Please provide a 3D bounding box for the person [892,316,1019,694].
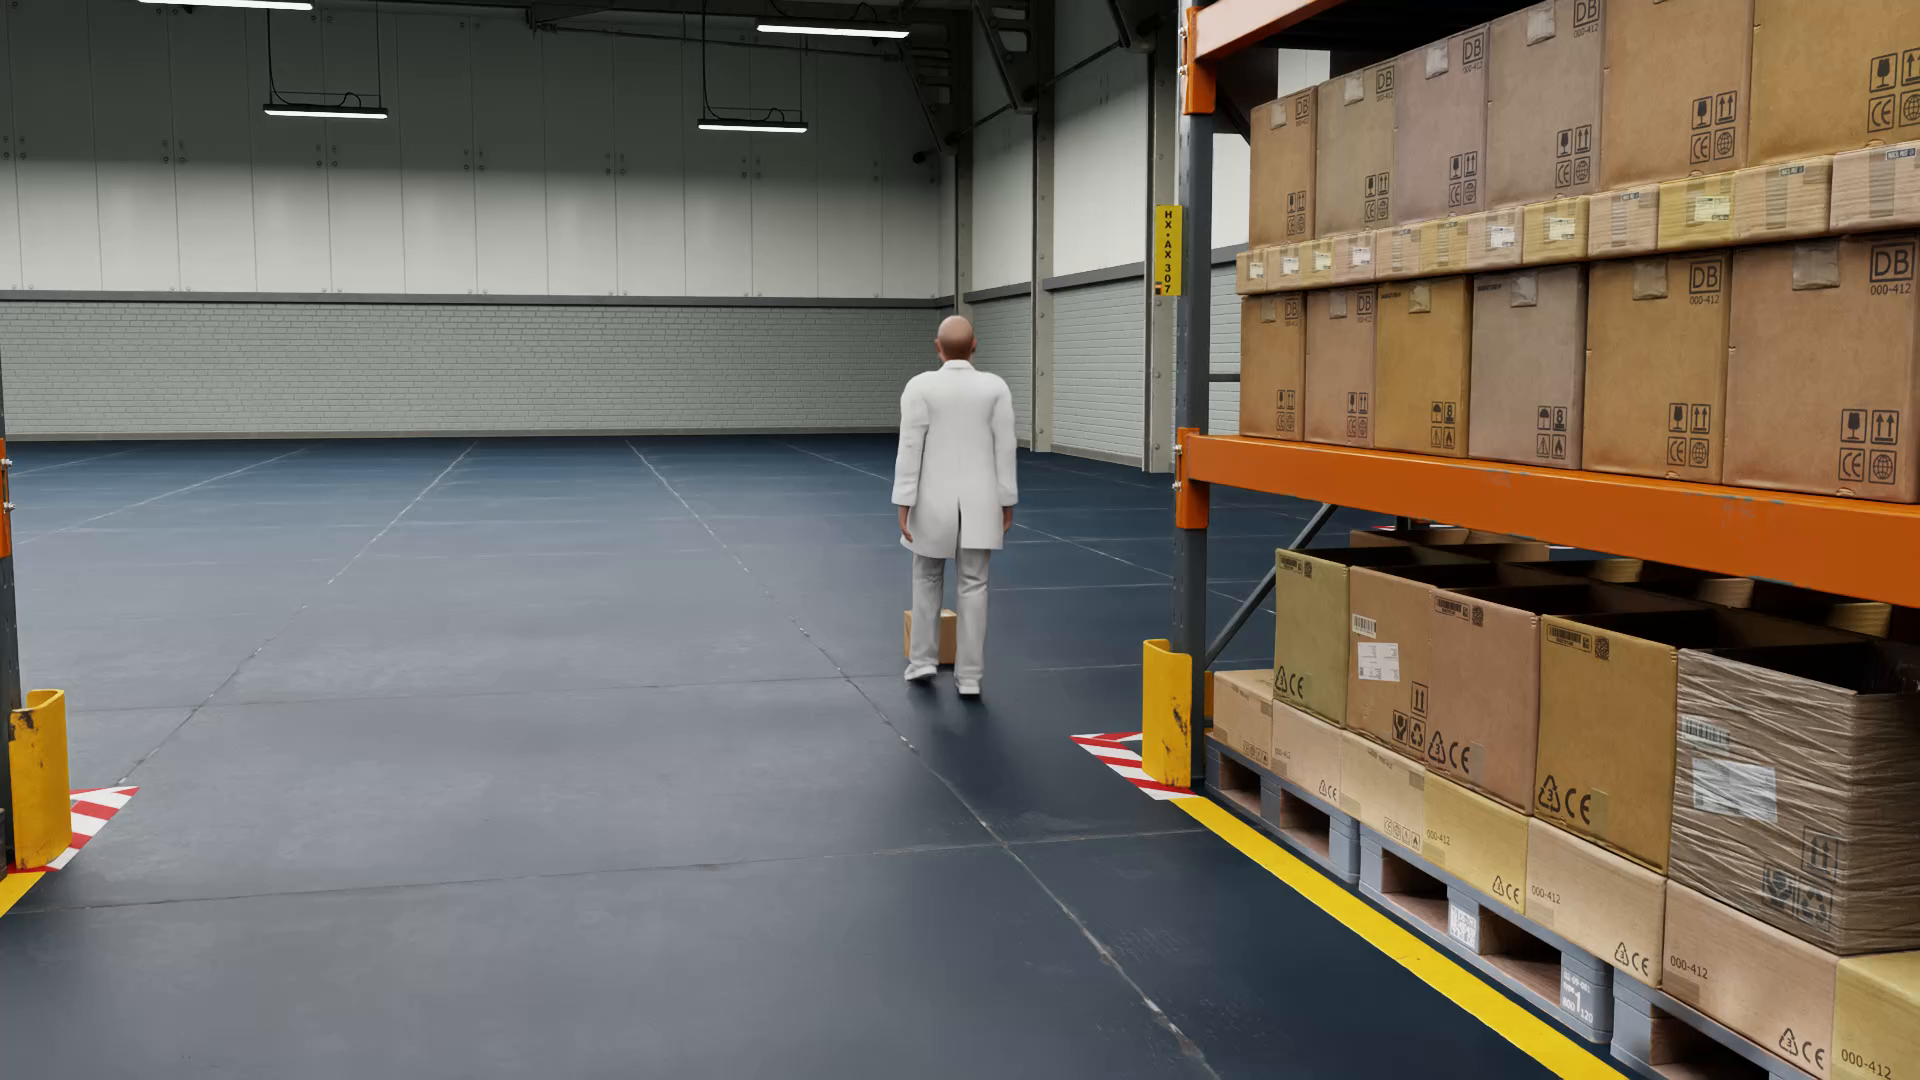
[{"bbox_3d":[-0.031,-0.164,7.999,0.610,1.807,0.697,0,6,-4],"label":"person"}]
